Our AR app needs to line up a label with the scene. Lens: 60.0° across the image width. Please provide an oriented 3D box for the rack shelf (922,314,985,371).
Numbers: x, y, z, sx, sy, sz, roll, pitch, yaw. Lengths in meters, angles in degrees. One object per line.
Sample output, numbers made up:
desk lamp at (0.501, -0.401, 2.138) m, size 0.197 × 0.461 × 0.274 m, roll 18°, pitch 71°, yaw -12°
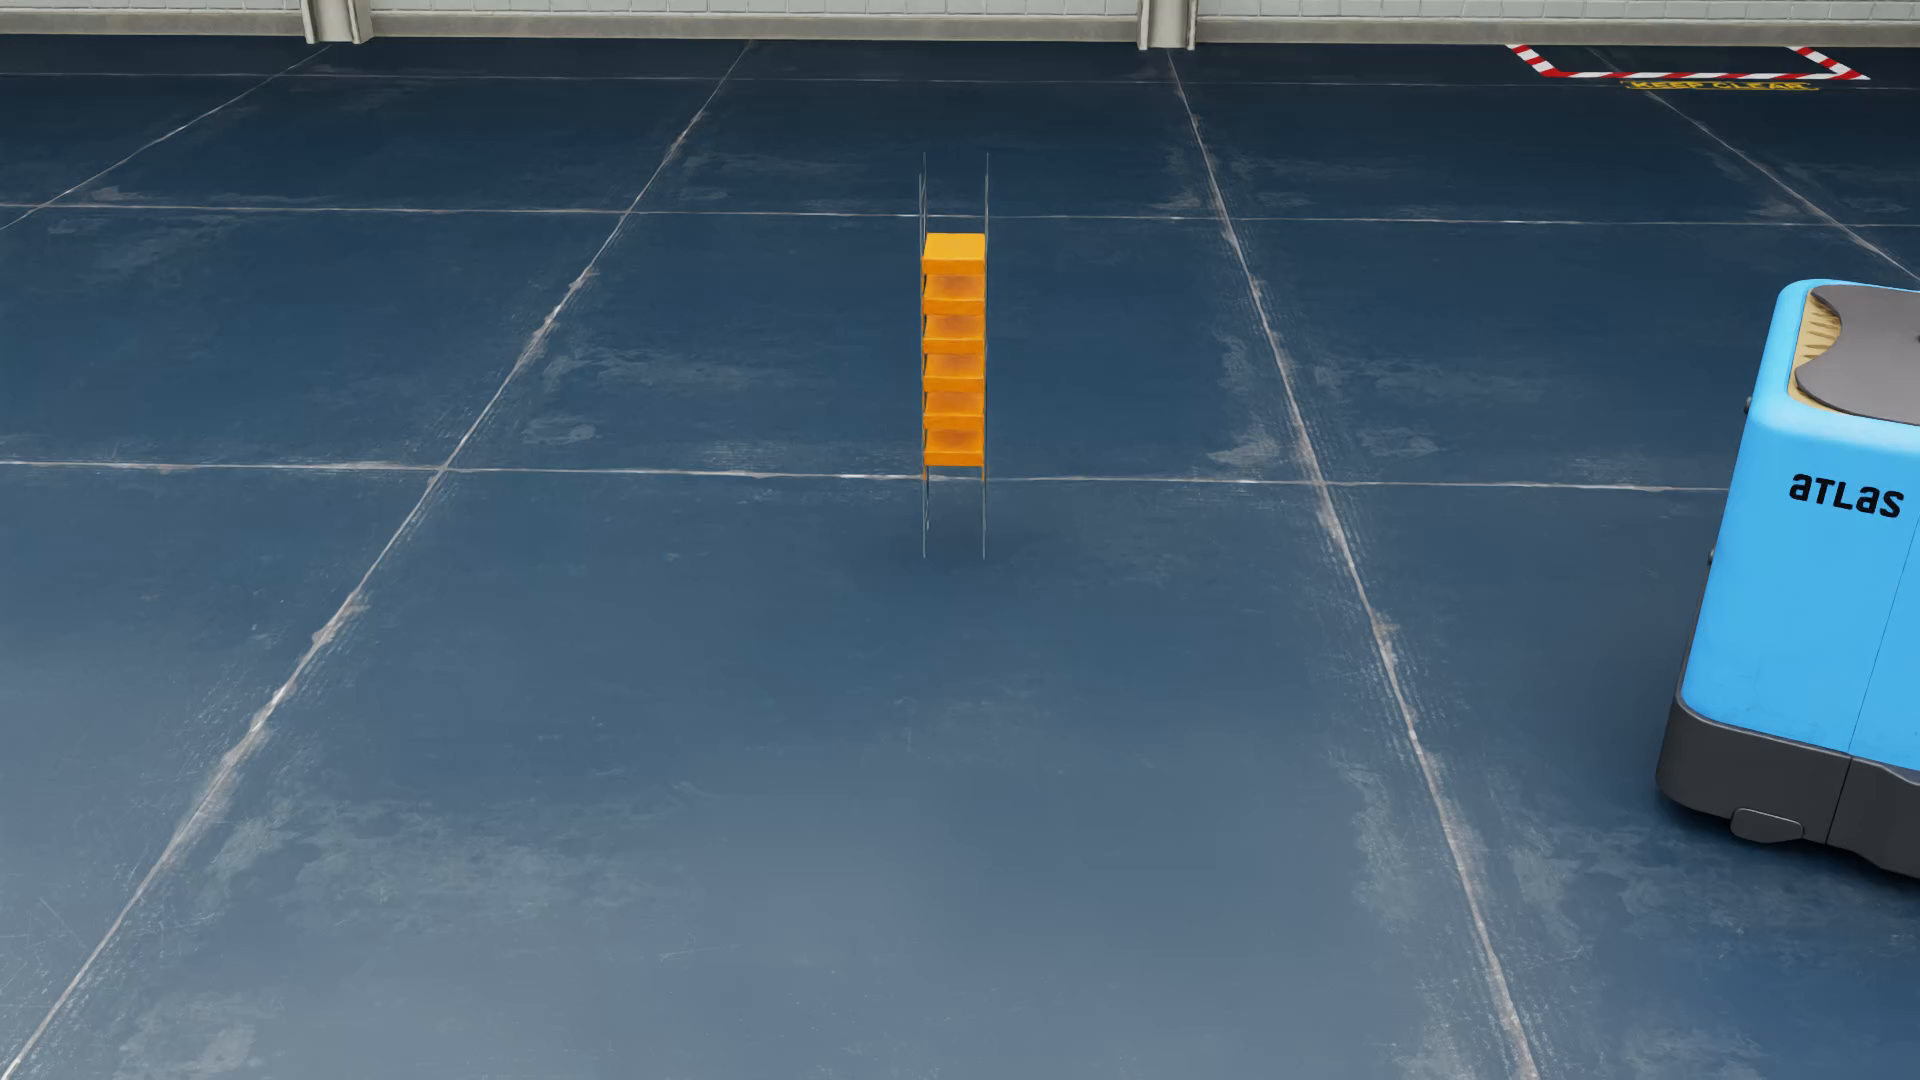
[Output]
rack shelf at (-0.014, -0.597, 4.934) m, size 0.180 × 0.103 × 0.258 m, roll 1°, pitch 28°, yaw 2°

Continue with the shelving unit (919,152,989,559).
shelving unit at (-0.014, -0.530, 4.969) m, size 0.189 × 1.200 × 0.258 m, roll 1°, pitch 28°, yaw 2°

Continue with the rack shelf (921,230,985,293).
rack shelf at (-0.014, -0.809, 4.822) m, size 0.180 × 0.103 × 0.258 m, roll 1°, pitch 28°, yaw 2°

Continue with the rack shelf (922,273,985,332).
rack shelf at (-0.014, -0.703, 4.878) m, size 0.180 × 0.103 × 0.258 m, roll 1°, pitch 28°, yaw 2°

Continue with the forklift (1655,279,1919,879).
forklift at (3.220, -0.510, 3.082) m, size 3.031 × 2.935 × 1.130 m, roll 14°, pitch 31°, yaw 24°

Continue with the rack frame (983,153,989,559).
rack frame at (0.077, -0.529, 4.967) m, size 0.006 × 1.200 × 0.240 m, roll 1°, pitch 28°, yaw 2°

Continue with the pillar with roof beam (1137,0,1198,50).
pillar with roof beam at (1.326, -5.517, 6.050) m, size 0.400 × 9.000 × 9.100 m, roll 1°, pitch 28°, yaw 2°

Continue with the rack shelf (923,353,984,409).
rack shelf at (-0.014, -0.491, 4.990) m, size 0.180 × 0.103 × 0.258 m, roll 1°, pitch 28°, yaw 2°

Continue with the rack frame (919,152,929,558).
rack frame at (-0.106, -0.532, 4.972) m, size 0.006 × 1.200 × 0.240 m, roll 1°, pitch 28°, yaw 2°

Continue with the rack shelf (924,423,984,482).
rack shelf at (-0.014, -0.279, 5.103) m, size 0.180 × 0.103 × 0.258 m, roll 1°, pitch 28°, yaw 2°

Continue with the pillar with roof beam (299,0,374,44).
pillar with roof beam at (-4.671, -5.616, 6.237) m, size 0.400 × 9.000 × 9.100 m, roll 1°, pitch 28°, yaw 2°

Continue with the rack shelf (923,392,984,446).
rack shelf at (-0.014, -0.385, 5.046) m, size 0.180 × 0.103 × 0.258 m, roll 1°, pitch 28°, yaw 2°
